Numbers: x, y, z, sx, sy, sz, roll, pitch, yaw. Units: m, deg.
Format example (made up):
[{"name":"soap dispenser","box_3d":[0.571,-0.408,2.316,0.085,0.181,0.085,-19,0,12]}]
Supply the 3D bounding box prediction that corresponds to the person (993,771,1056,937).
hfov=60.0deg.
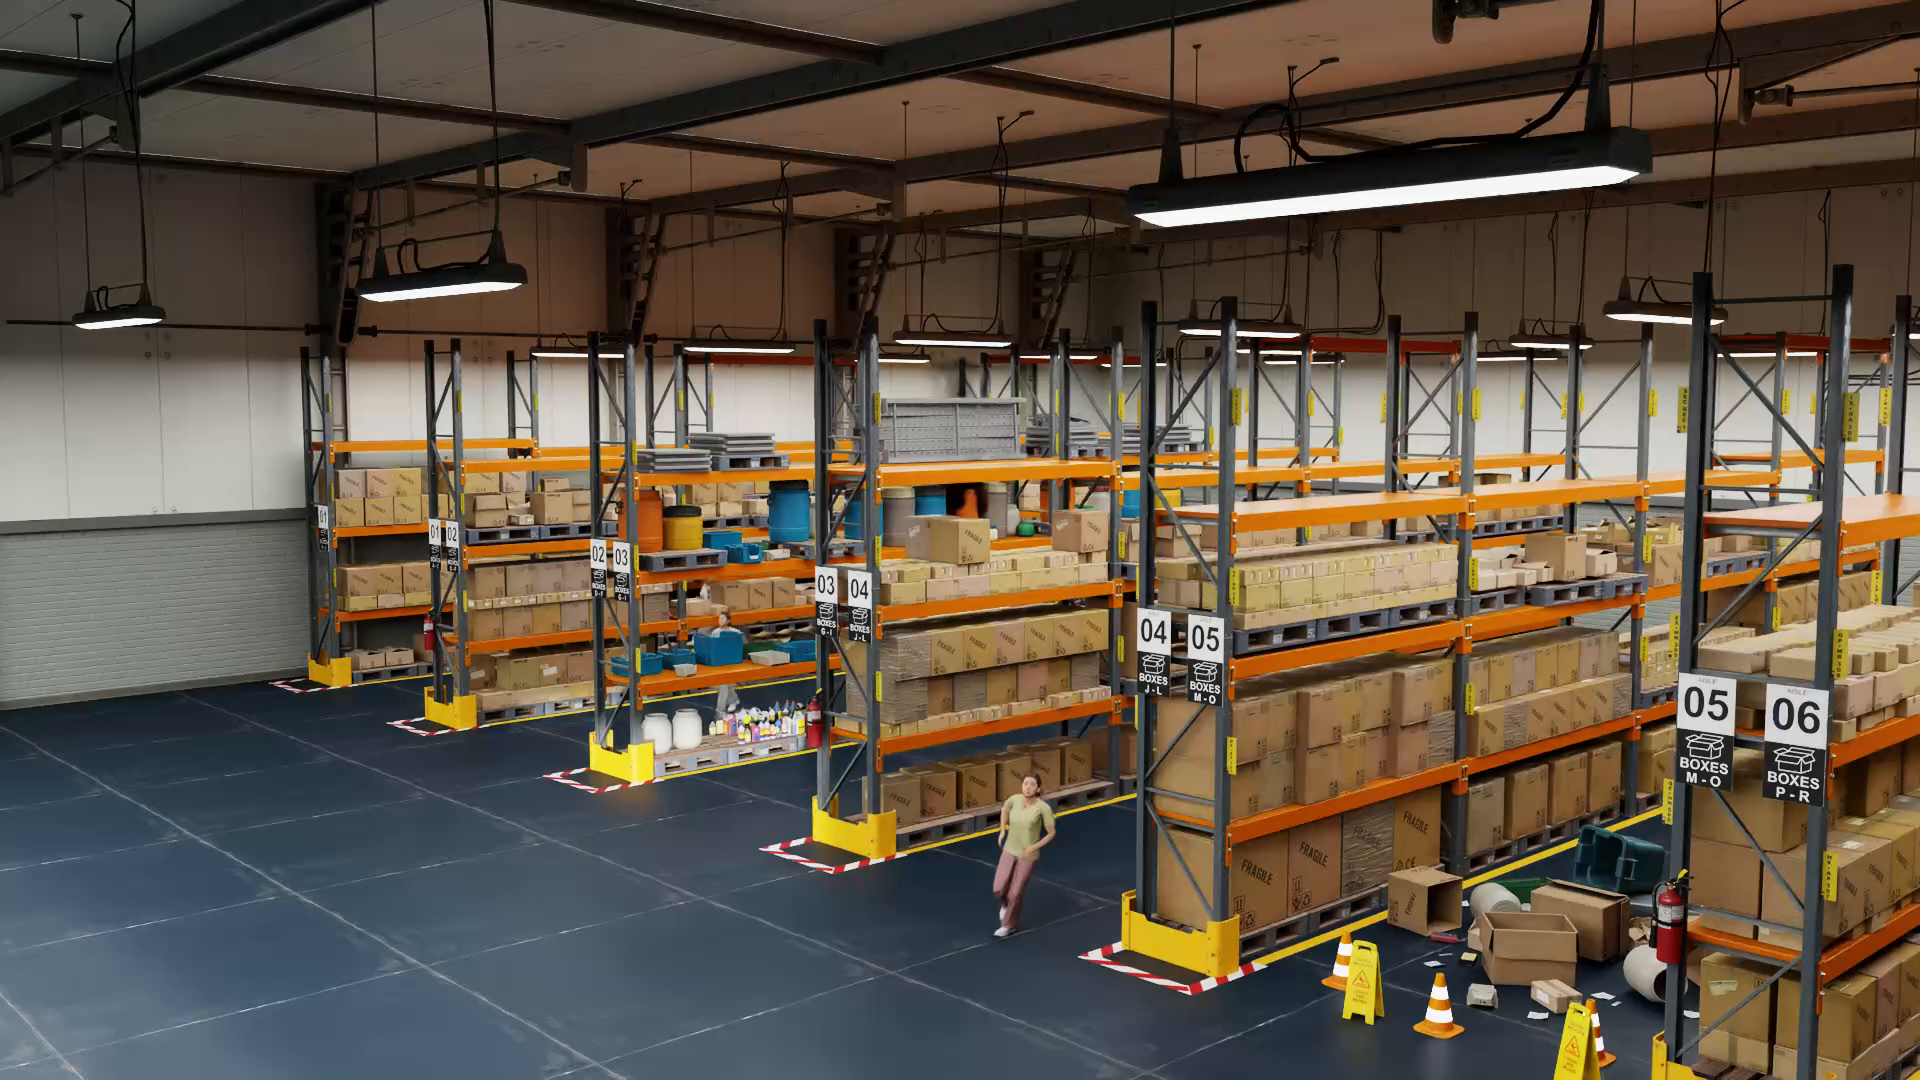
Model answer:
[{"name":"person","box_3d":[0.609,2.985,15.774,0.622,1.616,0.525,2,5,23]}]

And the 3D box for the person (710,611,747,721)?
[{"name":"person","box_3d":[-3.742,1.982,26.494,0.560,1.698,0.882,3,6,29]}]

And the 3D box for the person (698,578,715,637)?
[{"name":"person","box_3d":[-4.886,1.442,32.620,0.665,1.740,0.603,4,7,42]}]
